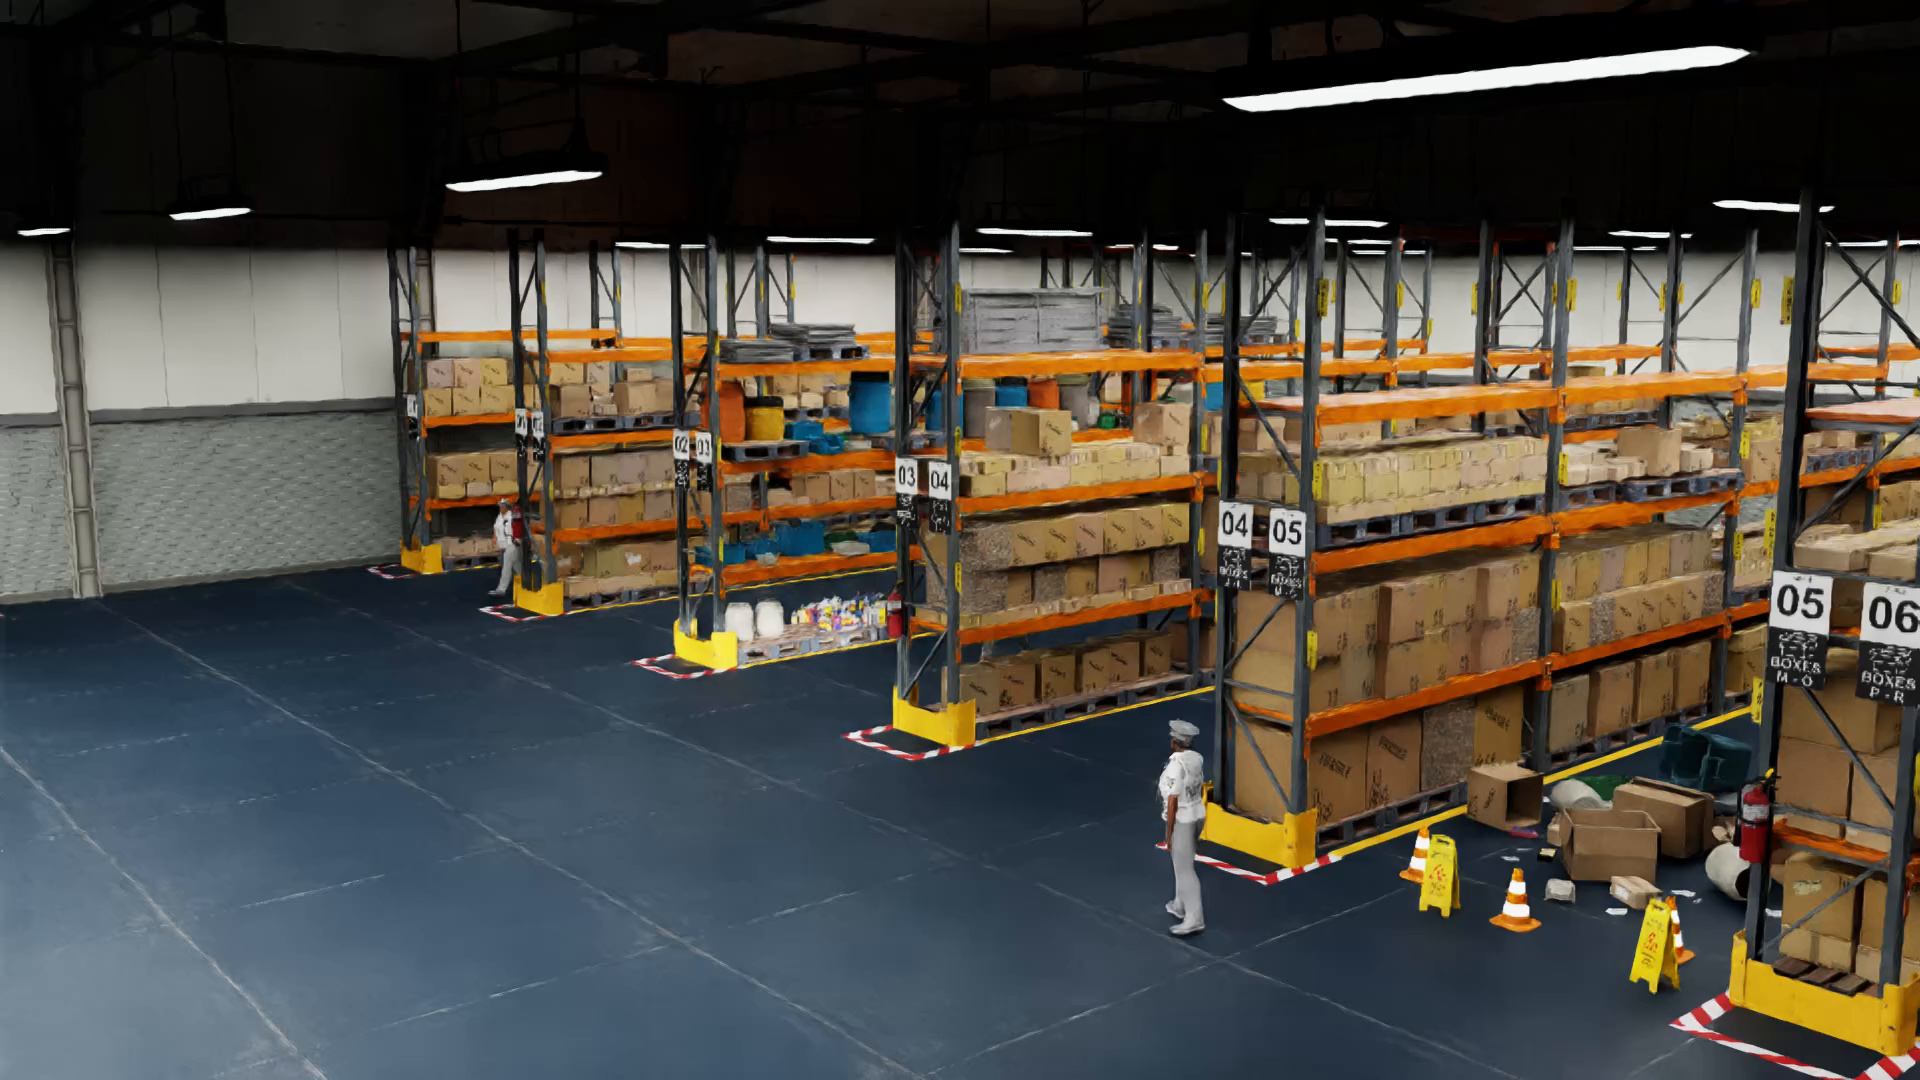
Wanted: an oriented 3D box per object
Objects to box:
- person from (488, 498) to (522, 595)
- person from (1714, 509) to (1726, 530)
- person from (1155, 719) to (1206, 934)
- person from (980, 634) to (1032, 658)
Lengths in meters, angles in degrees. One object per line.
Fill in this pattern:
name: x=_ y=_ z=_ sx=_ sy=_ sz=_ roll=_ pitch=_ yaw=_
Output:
person: x=-7.581 y=0.087 z=27.887 sx=0.490 sy=1.597 sz=0.999 roll=8 pitch=12 yaw=42
person: x=12.305 y=0.262 z=26.741 sx=1.086 sy=1.583 sz=0.495 roll=-7 pitch=11 yaw=-38
person: x=1.801 y=2.303 z=13.438 sx=0.515 sy=1.658 sz=0.580 roll=6 pitch=11 yaw=36
person: x=0.565 y=0.901 z=22.265 sx=1.042 sy=1.732 sz=0.579 roll=-8 pitch=12 yaw=-41
